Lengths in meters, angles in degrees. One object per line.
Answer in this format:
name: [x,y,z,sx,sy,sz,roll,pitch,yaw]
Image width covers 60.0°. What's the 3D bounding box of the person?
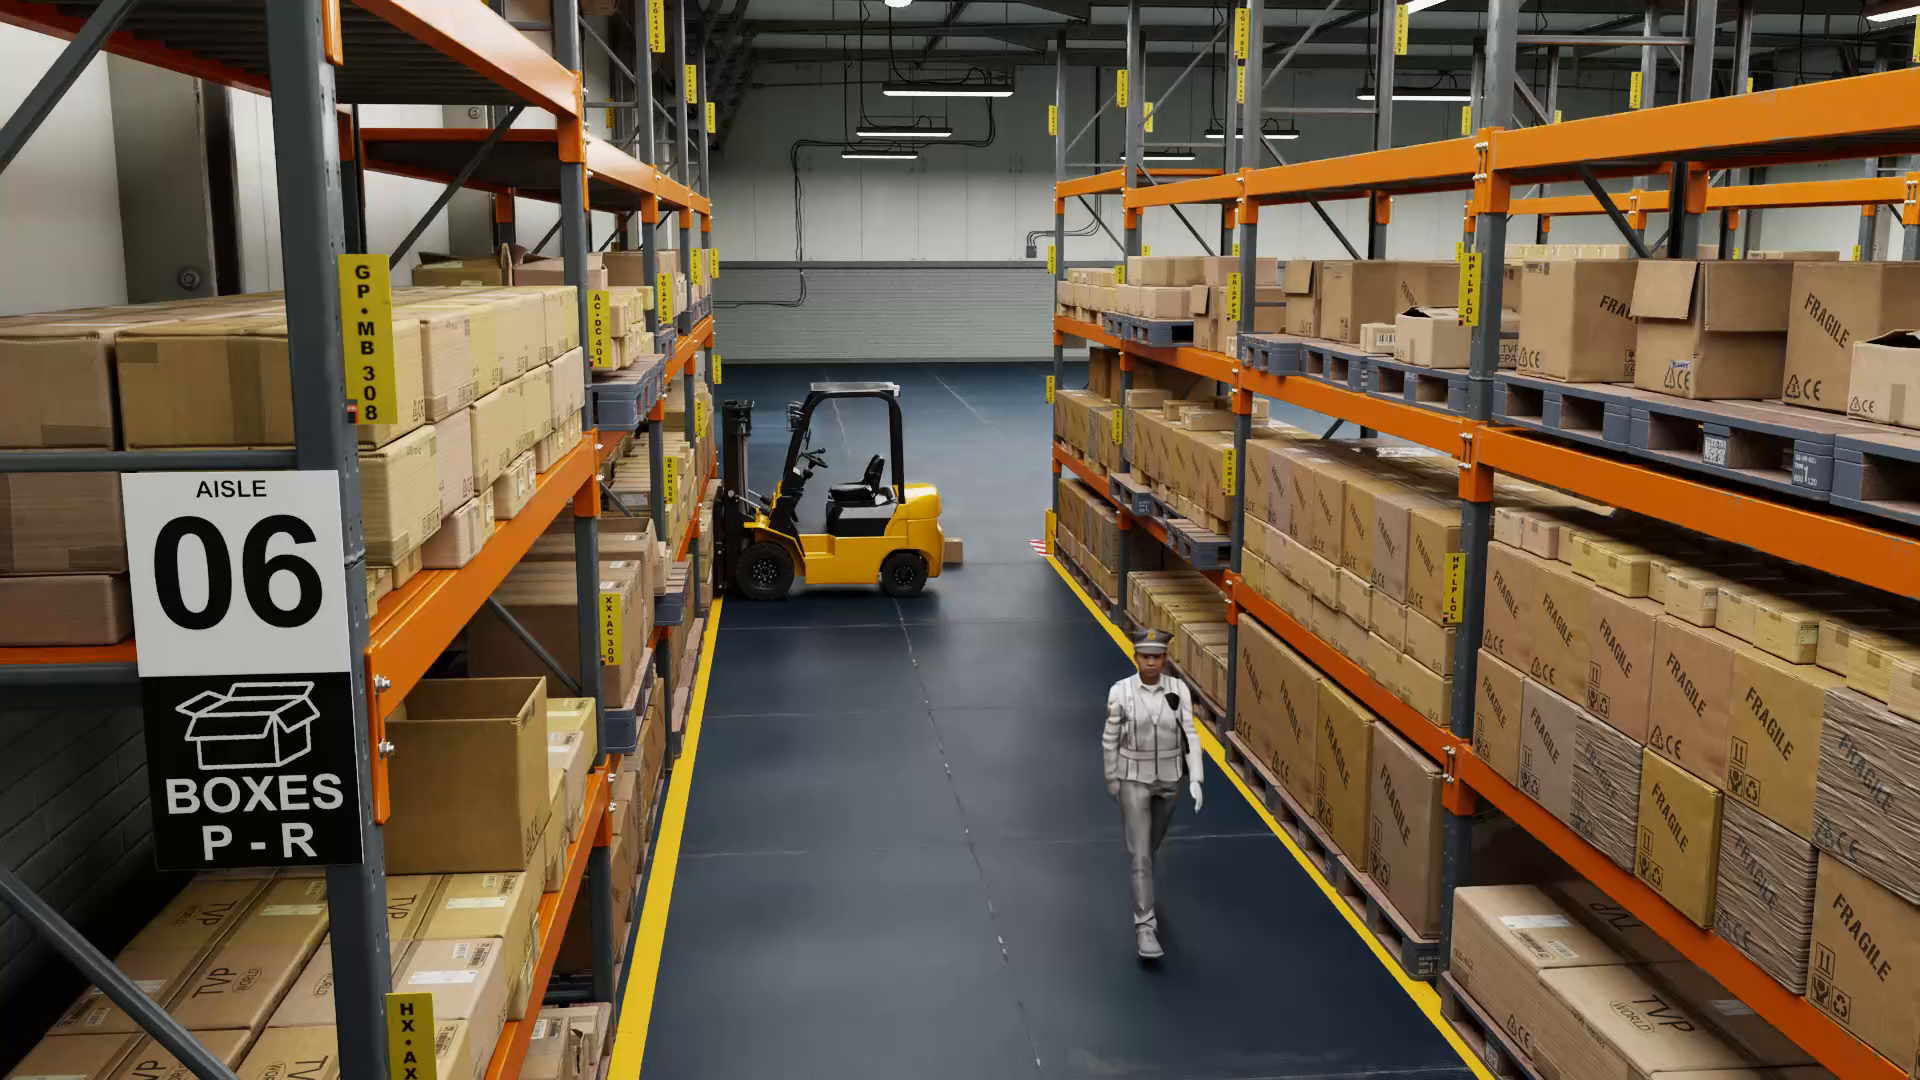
person: [1.020,1.256,8.735,0.494,1.634,1.007,-1,10,-8]
